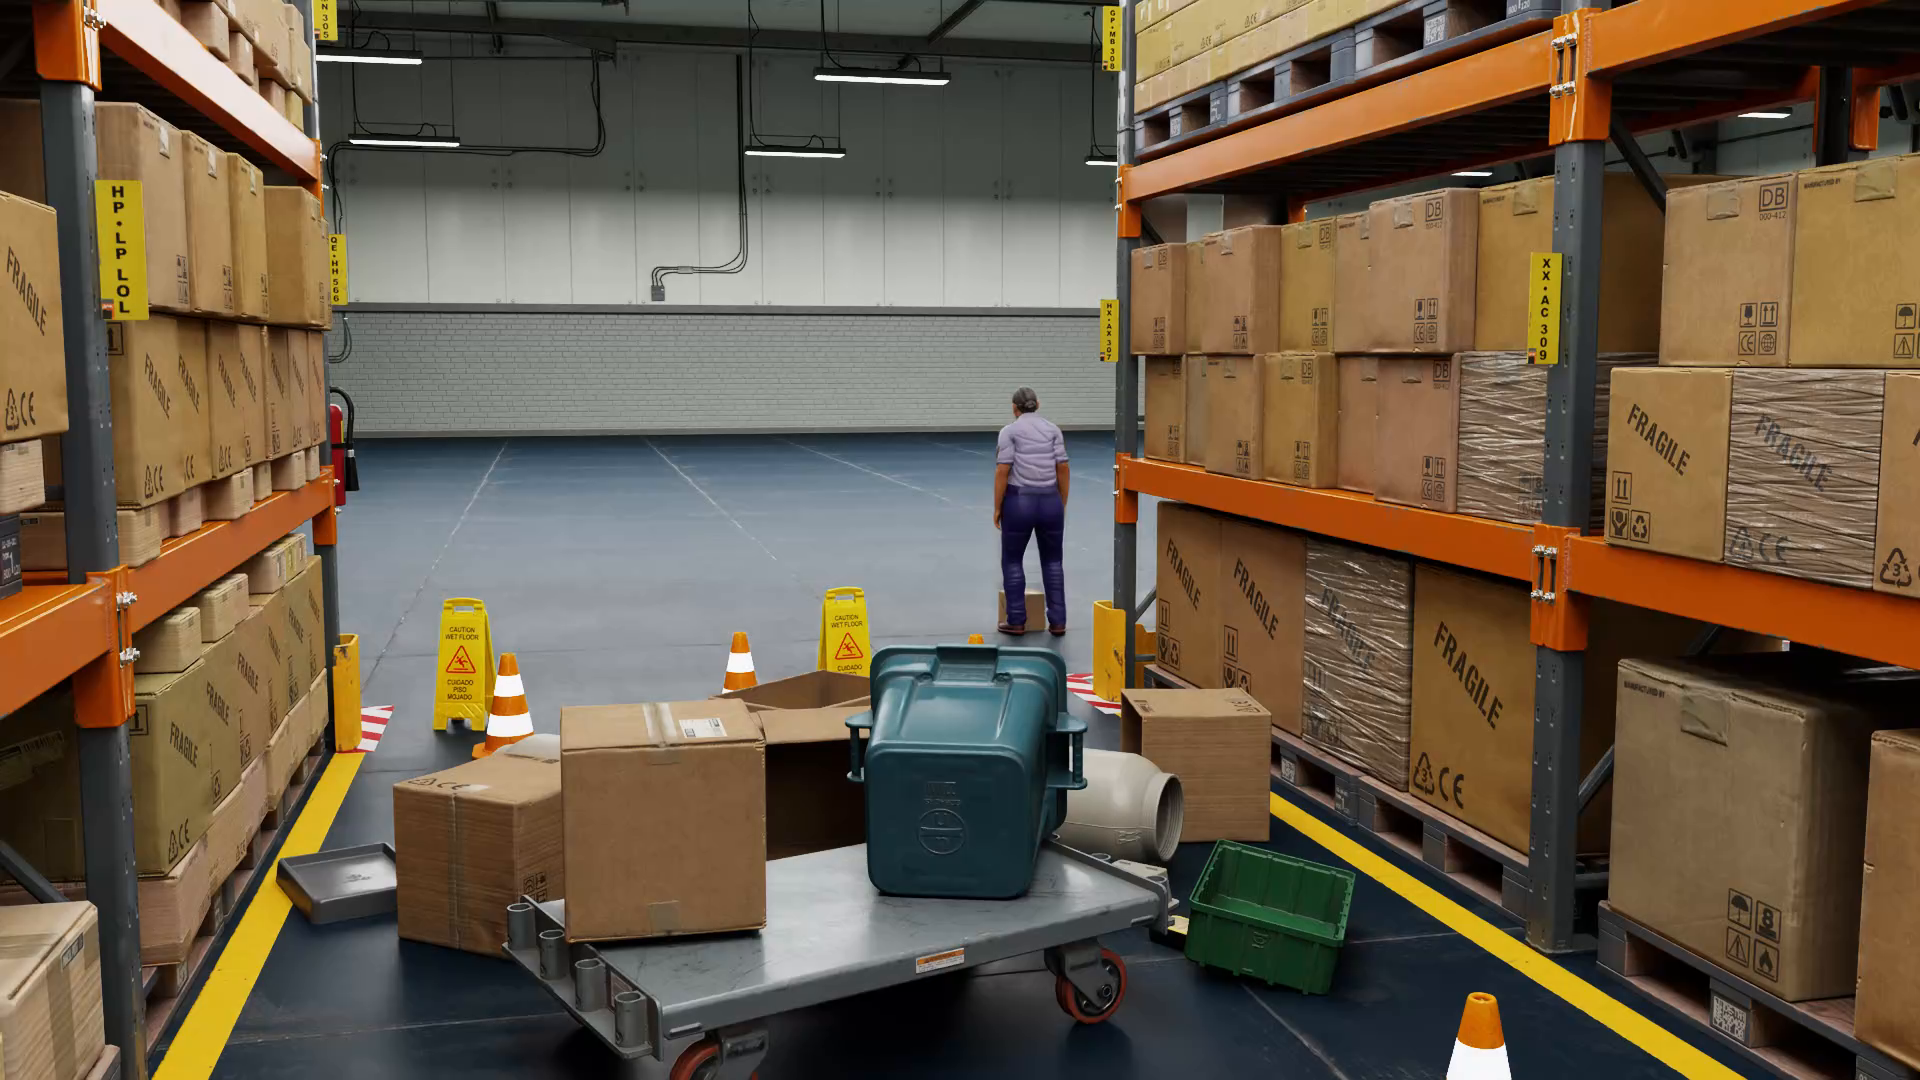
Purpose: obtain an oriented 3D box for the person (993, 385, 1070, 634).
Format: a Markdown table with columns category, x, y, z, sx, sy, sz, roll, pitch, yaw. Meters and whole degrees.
| category | x | y | z | sx | sy | sz | roll | pitch | yaw |
| --- | --- | --- | --- | --- | --- | --- | --- | --- | --- |
| person | 0.471 | -0.196 | 11.016 | 0.551 | 1.650 | 0.425 | -2 | 7 | -16 |
